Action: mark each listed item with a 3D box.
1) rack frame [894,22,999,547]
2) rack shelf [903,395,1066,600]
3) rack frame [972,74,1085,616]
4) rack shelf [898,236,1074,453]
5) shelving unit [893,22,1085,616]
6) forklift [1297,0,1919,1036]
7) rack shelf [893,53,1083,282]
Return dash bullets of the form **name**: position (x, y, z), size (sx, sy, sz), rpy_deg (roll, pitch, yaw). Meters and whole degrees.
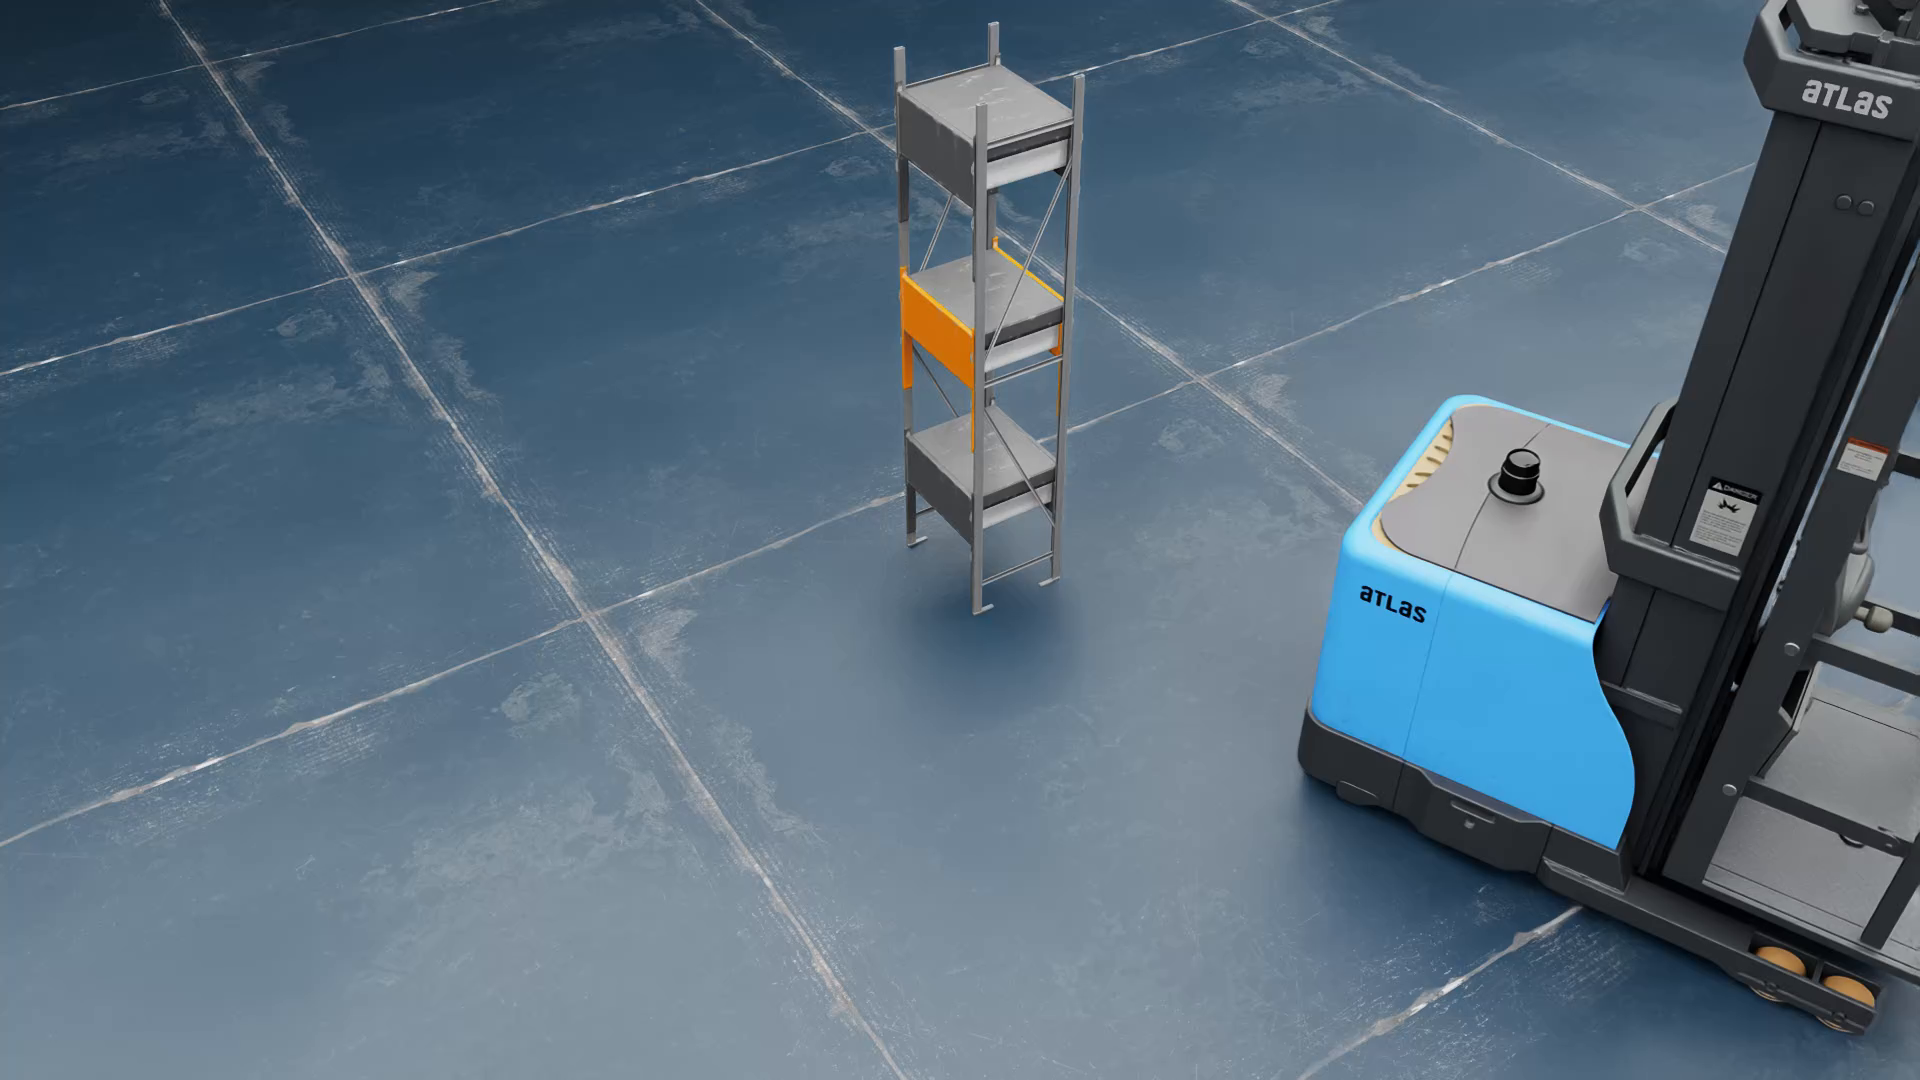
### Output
- **rack frame**: position (-0.042, -0.849, 6.129), size (0.400, 2.100, 0.015), rpy_deg (-22, 45, -24)
- **rack shelf**: position (0.089, -0.169, 6.427), size (0.431, 0.518, 0.480), rpy_deg (-22, 45, -24)
- **rack frame**: position (0.220, -0.586, 5.813), size (0.400, 2.100, 0.015), rpy_deg (-22, 45, -24)
- **rack shelf**: position (0.089, -0.707, 5.979), size (0.431, 0.518, 0.480), rpy_deg (-22, 45, -24)
- **shelving unit**: position (0.089, -0.717, 5.971), size (0.431, 2.100, 0.503), rpy_deg (-22, 45, -24)
- **forklift**: position (2.677, -0.047, 4.516), size (3.031, 2.935, 1.130), rpy_deg (23, 45, 25)
- **rack shelf**: position (0.089, -1.245, 5.531), size (0.431, 0.518, 0.480), rpy_deg (-22, 45, -24)
